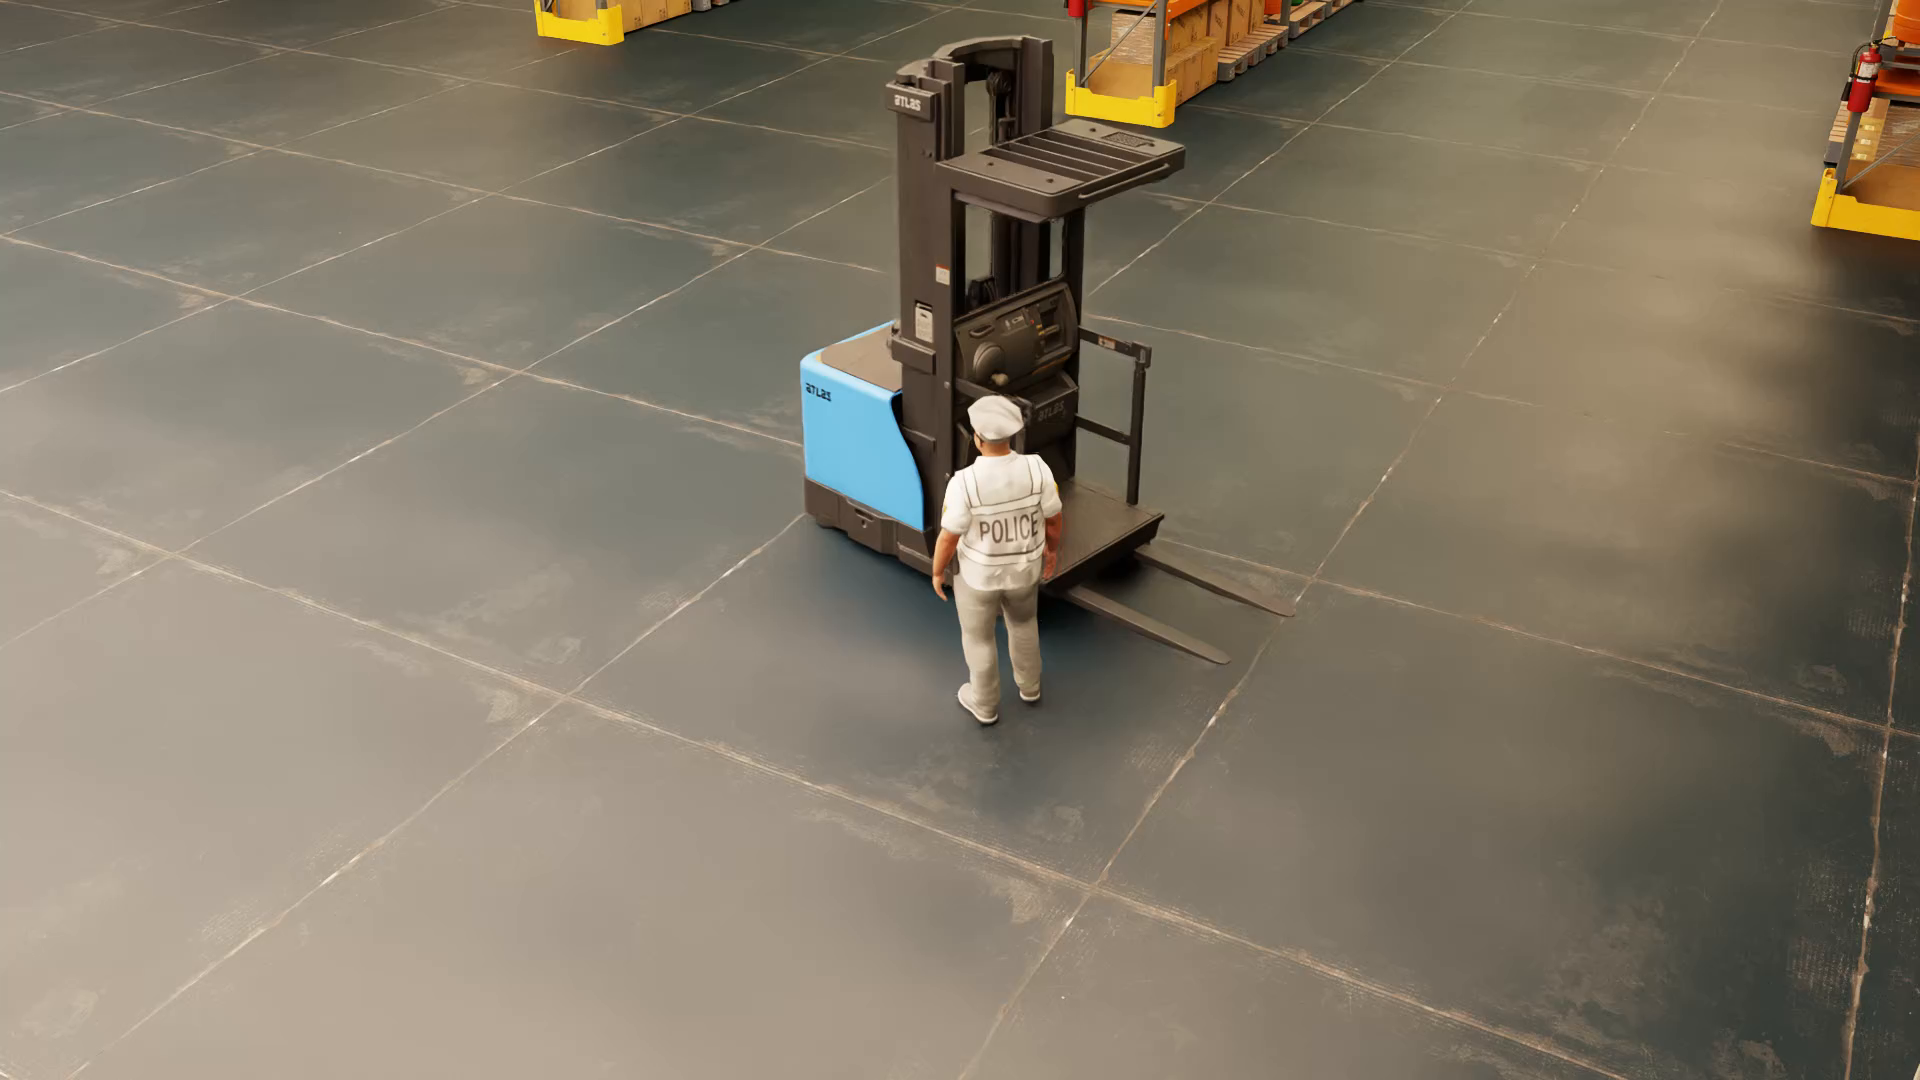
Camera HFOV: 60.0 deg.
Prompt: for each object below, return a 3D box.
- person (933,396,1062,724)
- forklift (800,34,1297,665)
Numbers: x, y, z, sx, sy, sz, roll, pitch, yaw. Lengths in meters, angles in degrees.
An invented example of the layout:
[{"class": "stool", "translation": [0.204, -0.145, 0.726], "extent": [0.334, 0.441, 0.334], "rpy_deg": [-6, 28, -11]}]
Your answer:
[{"class": "person", "translation": [0.157, 0.086, 8.059], "extent": [0.640, 1.778, 0.557], "rpy_deg": [-9, 31, -15]}, {"class": "forklift", "translation": [0.468, -1.081, 8.944], "extent": [3.031, 2.935, 1.130], "rpy_deg": [25, 38, 36]}]
